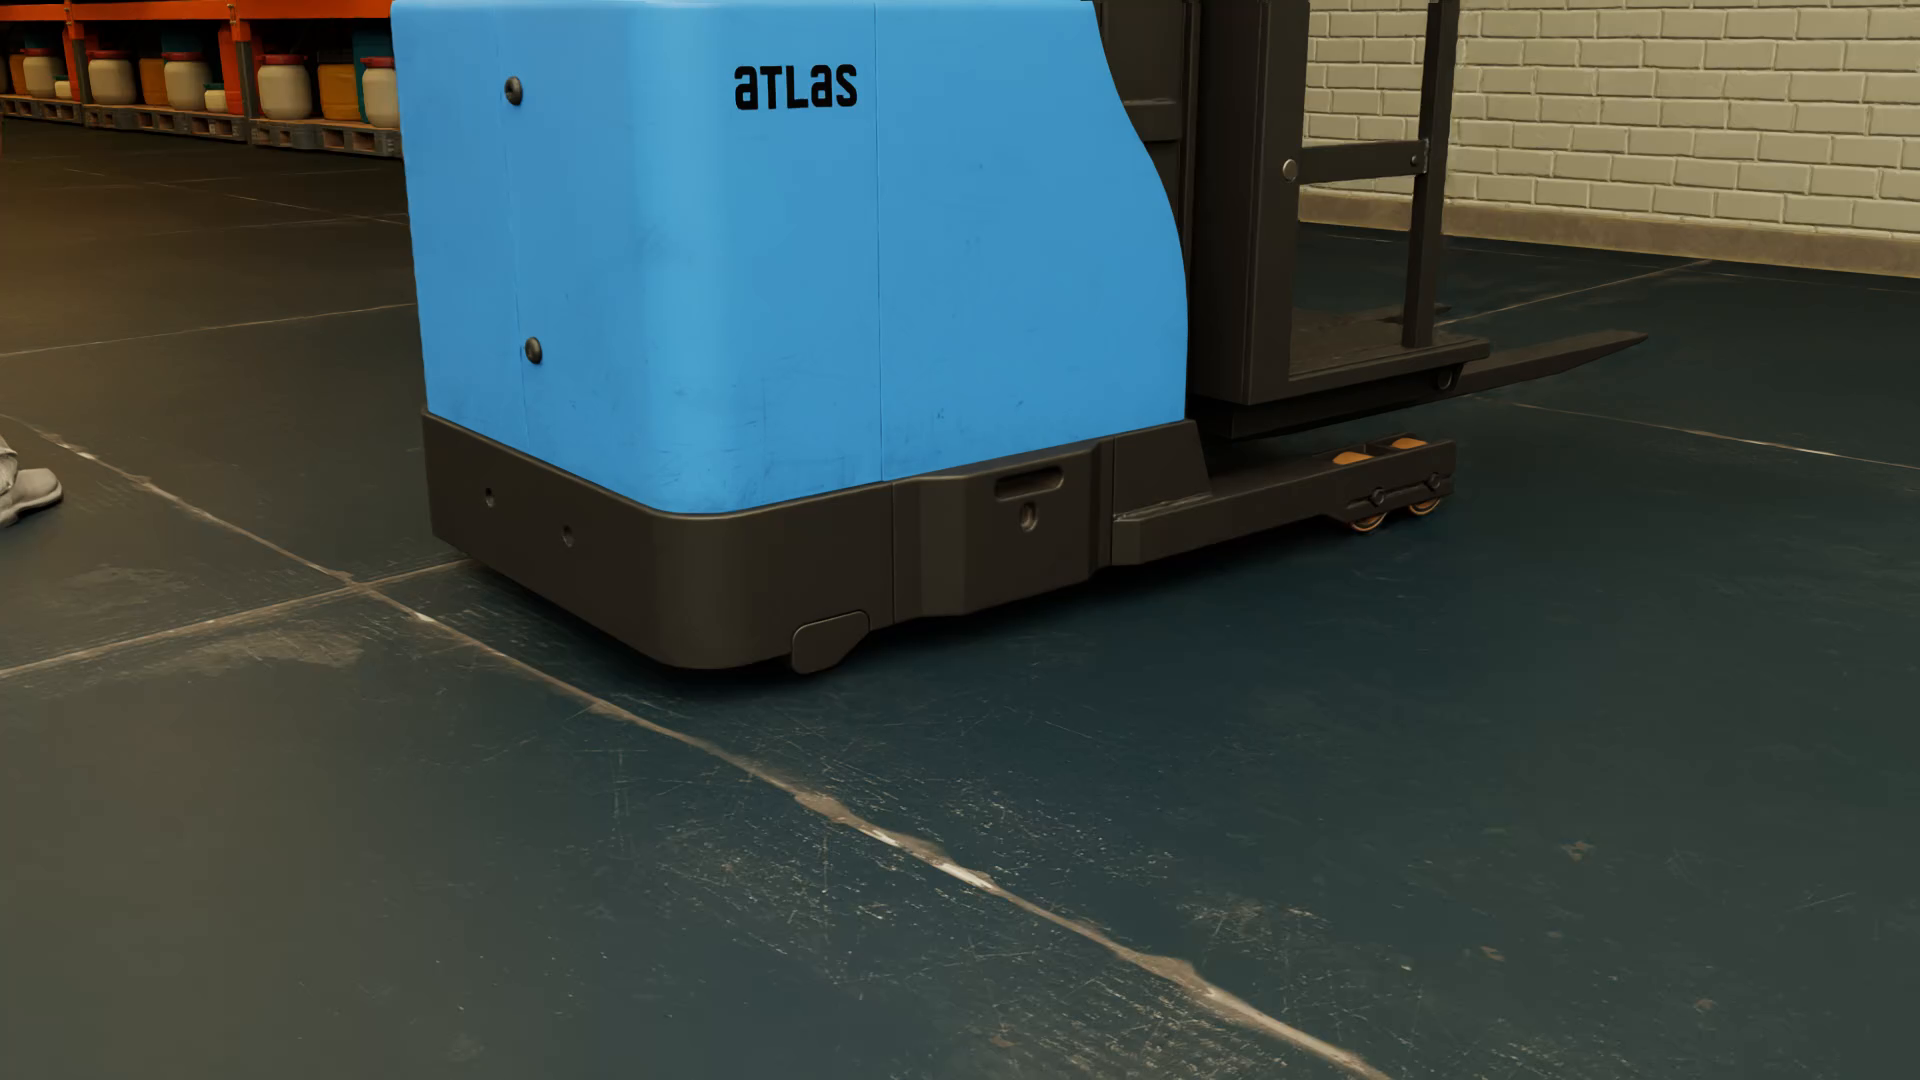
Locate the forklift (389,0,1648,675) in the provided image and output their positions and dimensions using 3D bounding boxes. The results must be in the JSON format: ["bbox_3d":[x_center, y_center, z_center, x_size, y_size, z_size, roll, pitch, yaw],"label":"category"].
[{"bbox_3d":[0.439,-1.524,3.364,3.031,2.935,1.130,-14,22,-37],"label":"forklift"}]

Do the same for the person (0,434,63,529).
[{"bbox_3d":[-2.419,-0.795,3.273,0.887,1.596,0.751,0,17,1],"label":"person"}]
